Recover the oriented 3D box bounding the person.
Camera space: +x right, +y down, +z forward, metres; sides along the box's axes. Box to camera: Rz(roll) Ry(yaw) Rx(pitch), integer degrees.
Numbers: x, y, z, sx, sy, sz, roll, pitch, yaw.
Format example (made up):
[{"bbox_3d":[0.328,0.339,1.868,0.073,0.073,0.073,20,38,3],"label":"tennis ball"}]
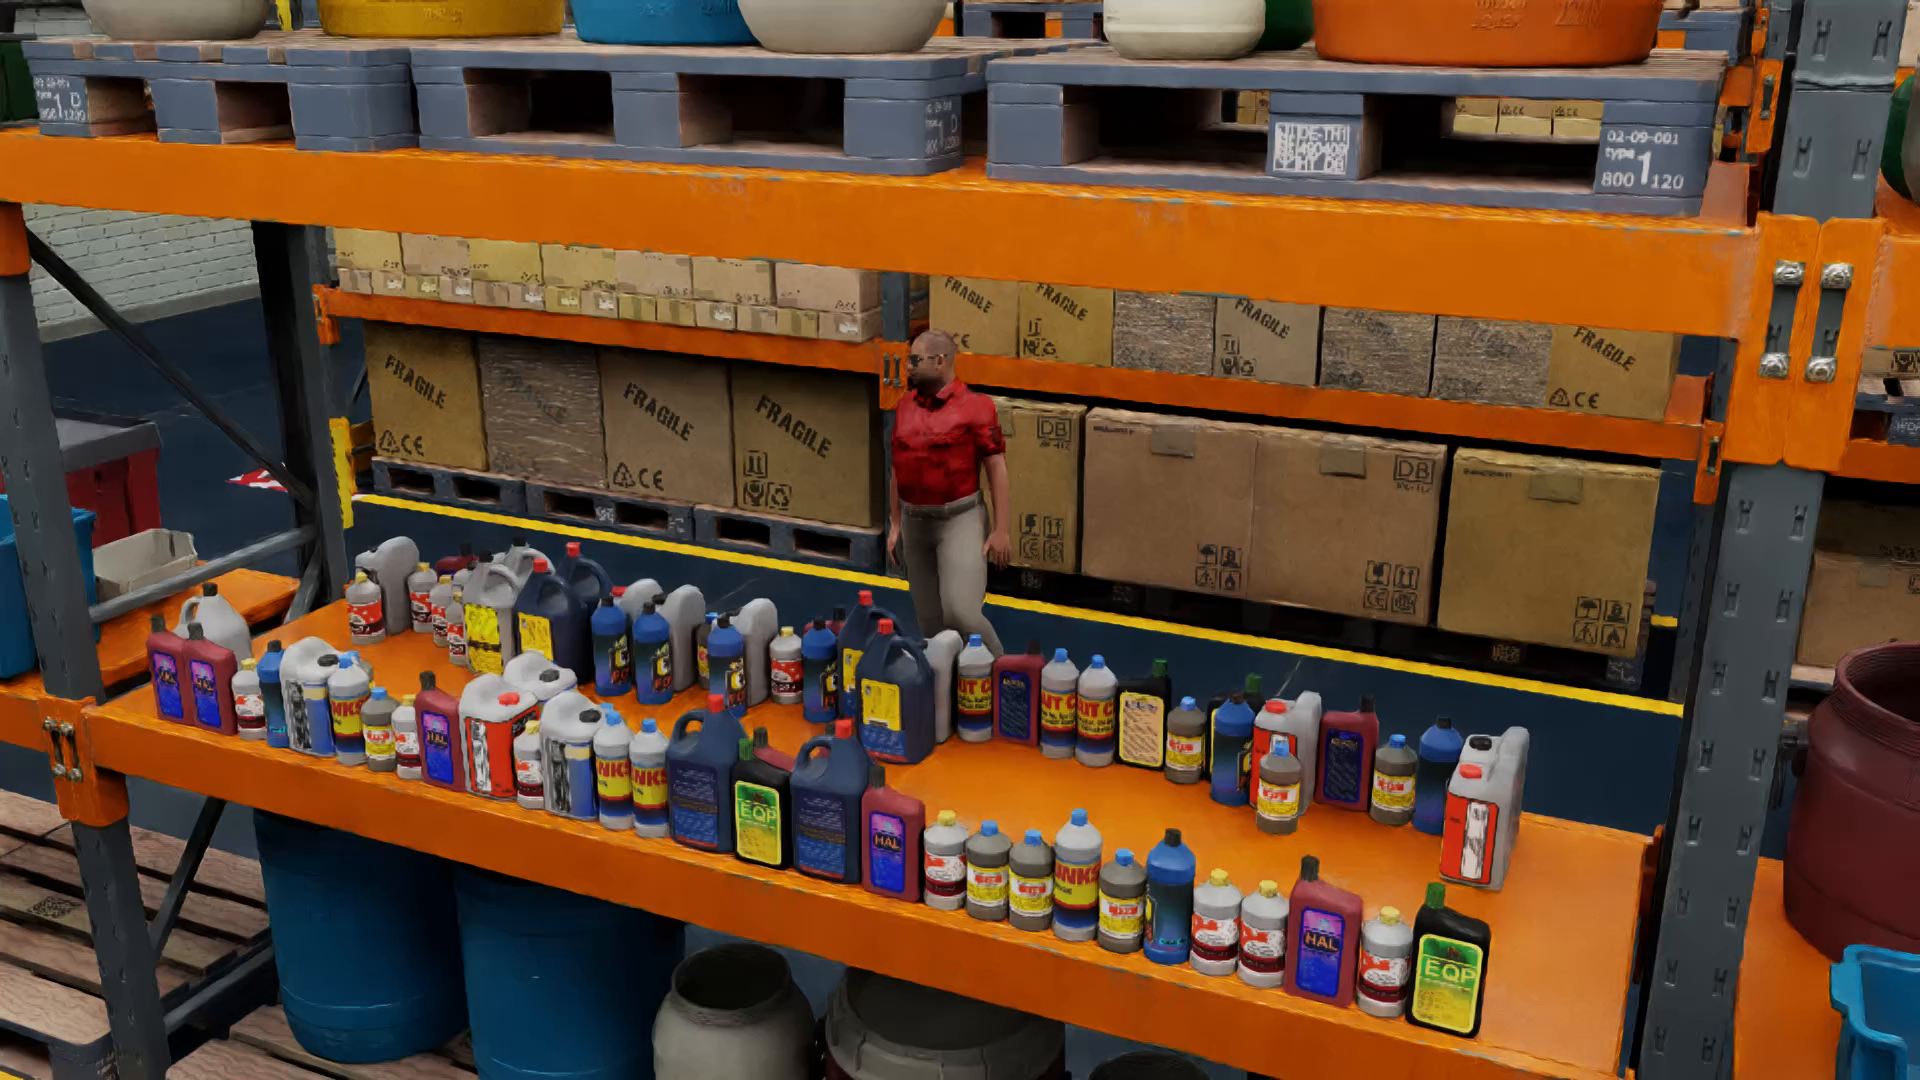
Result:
[{"bbox_3d":[-0.060,-0.031,7.150,0.660,1.717,0.481,13,23,34],"label":"person"}]
